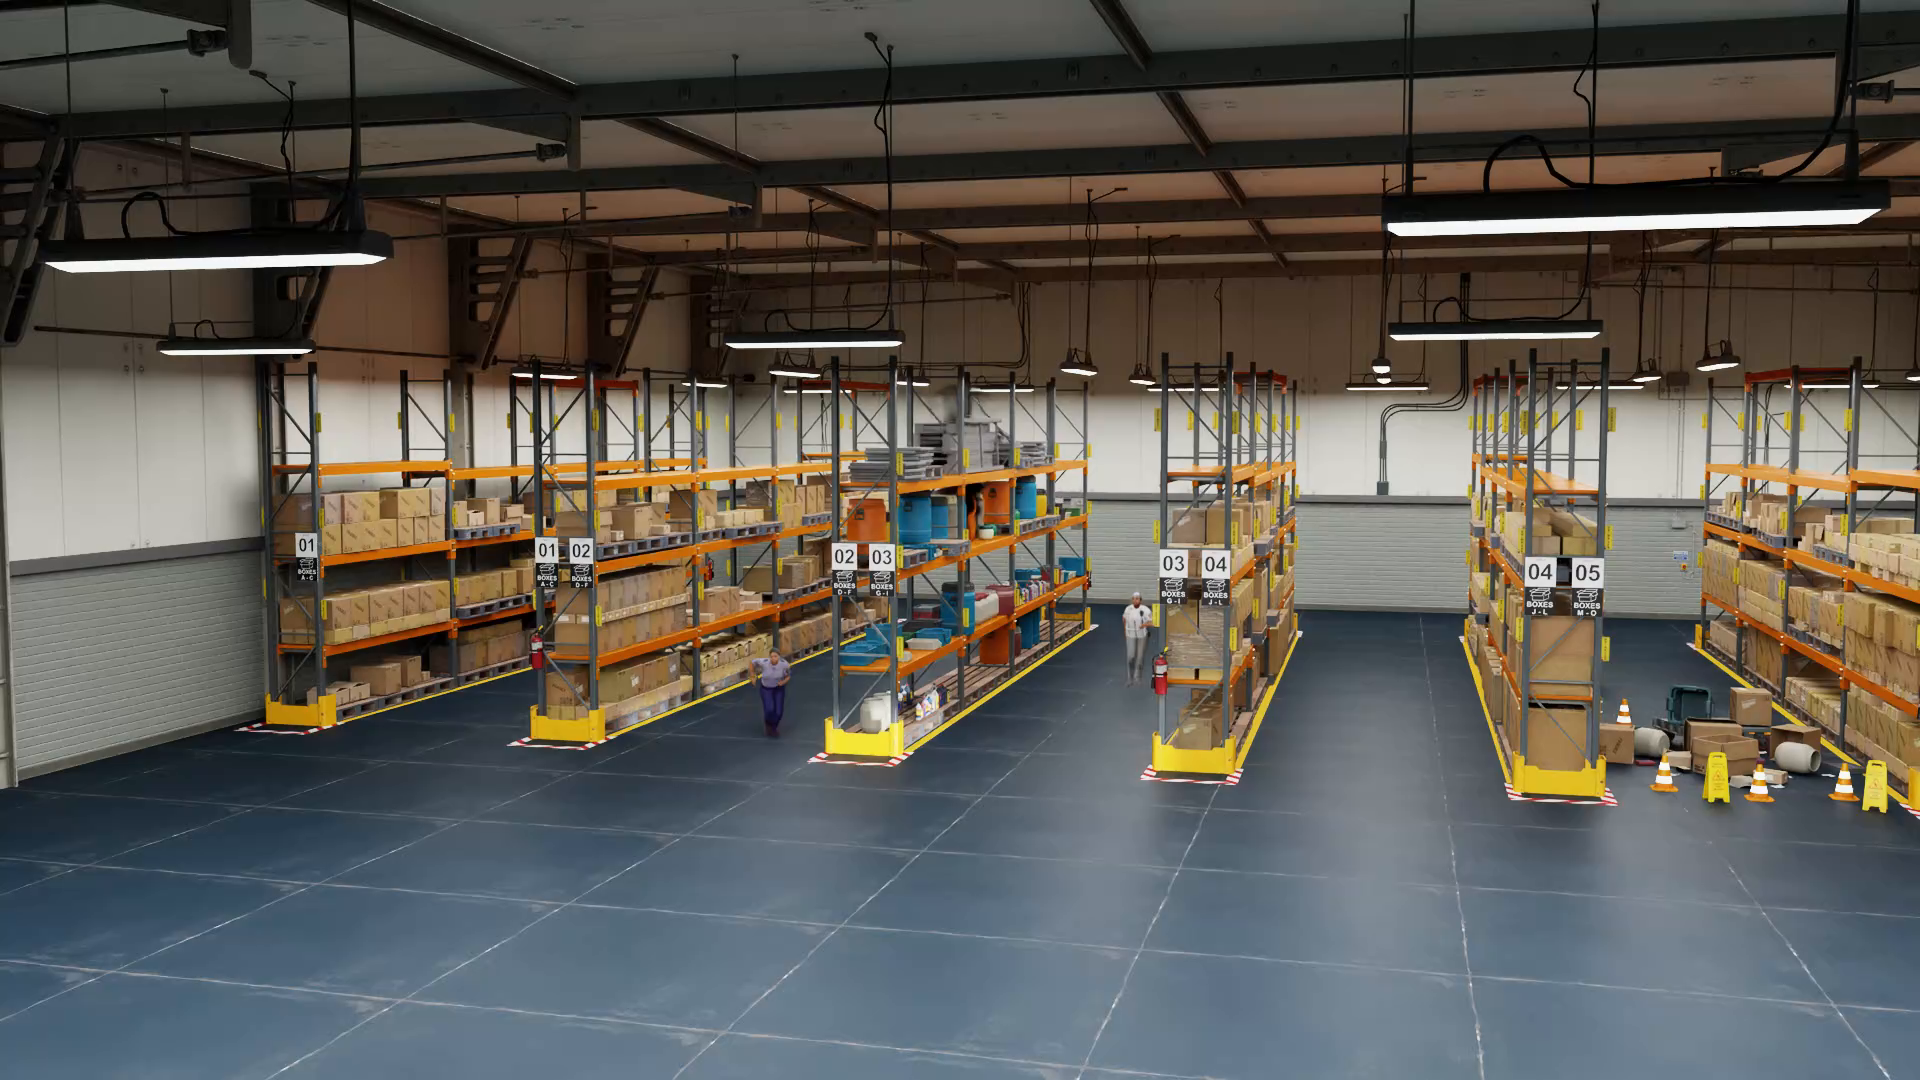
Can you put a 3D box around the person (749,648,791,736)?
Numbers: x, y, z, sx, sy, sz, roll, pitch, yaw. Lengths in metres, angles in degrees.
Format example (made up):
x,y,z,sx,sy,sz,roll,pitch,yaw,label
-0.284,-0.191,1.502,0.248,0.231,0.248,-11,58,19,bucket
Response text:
x,y,z,sx,sy,sz,roll,pitch,yaw,label
-3.007,2.412,26.309,0.636,1.482,0.862,-1,4,-13,person

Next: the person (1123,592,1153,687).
x,y,z,sx,sy,sz,roll,pitch,yaw,label
3.200,1.804,30.043,0.580,1.722,0.633,1,4,12,person
